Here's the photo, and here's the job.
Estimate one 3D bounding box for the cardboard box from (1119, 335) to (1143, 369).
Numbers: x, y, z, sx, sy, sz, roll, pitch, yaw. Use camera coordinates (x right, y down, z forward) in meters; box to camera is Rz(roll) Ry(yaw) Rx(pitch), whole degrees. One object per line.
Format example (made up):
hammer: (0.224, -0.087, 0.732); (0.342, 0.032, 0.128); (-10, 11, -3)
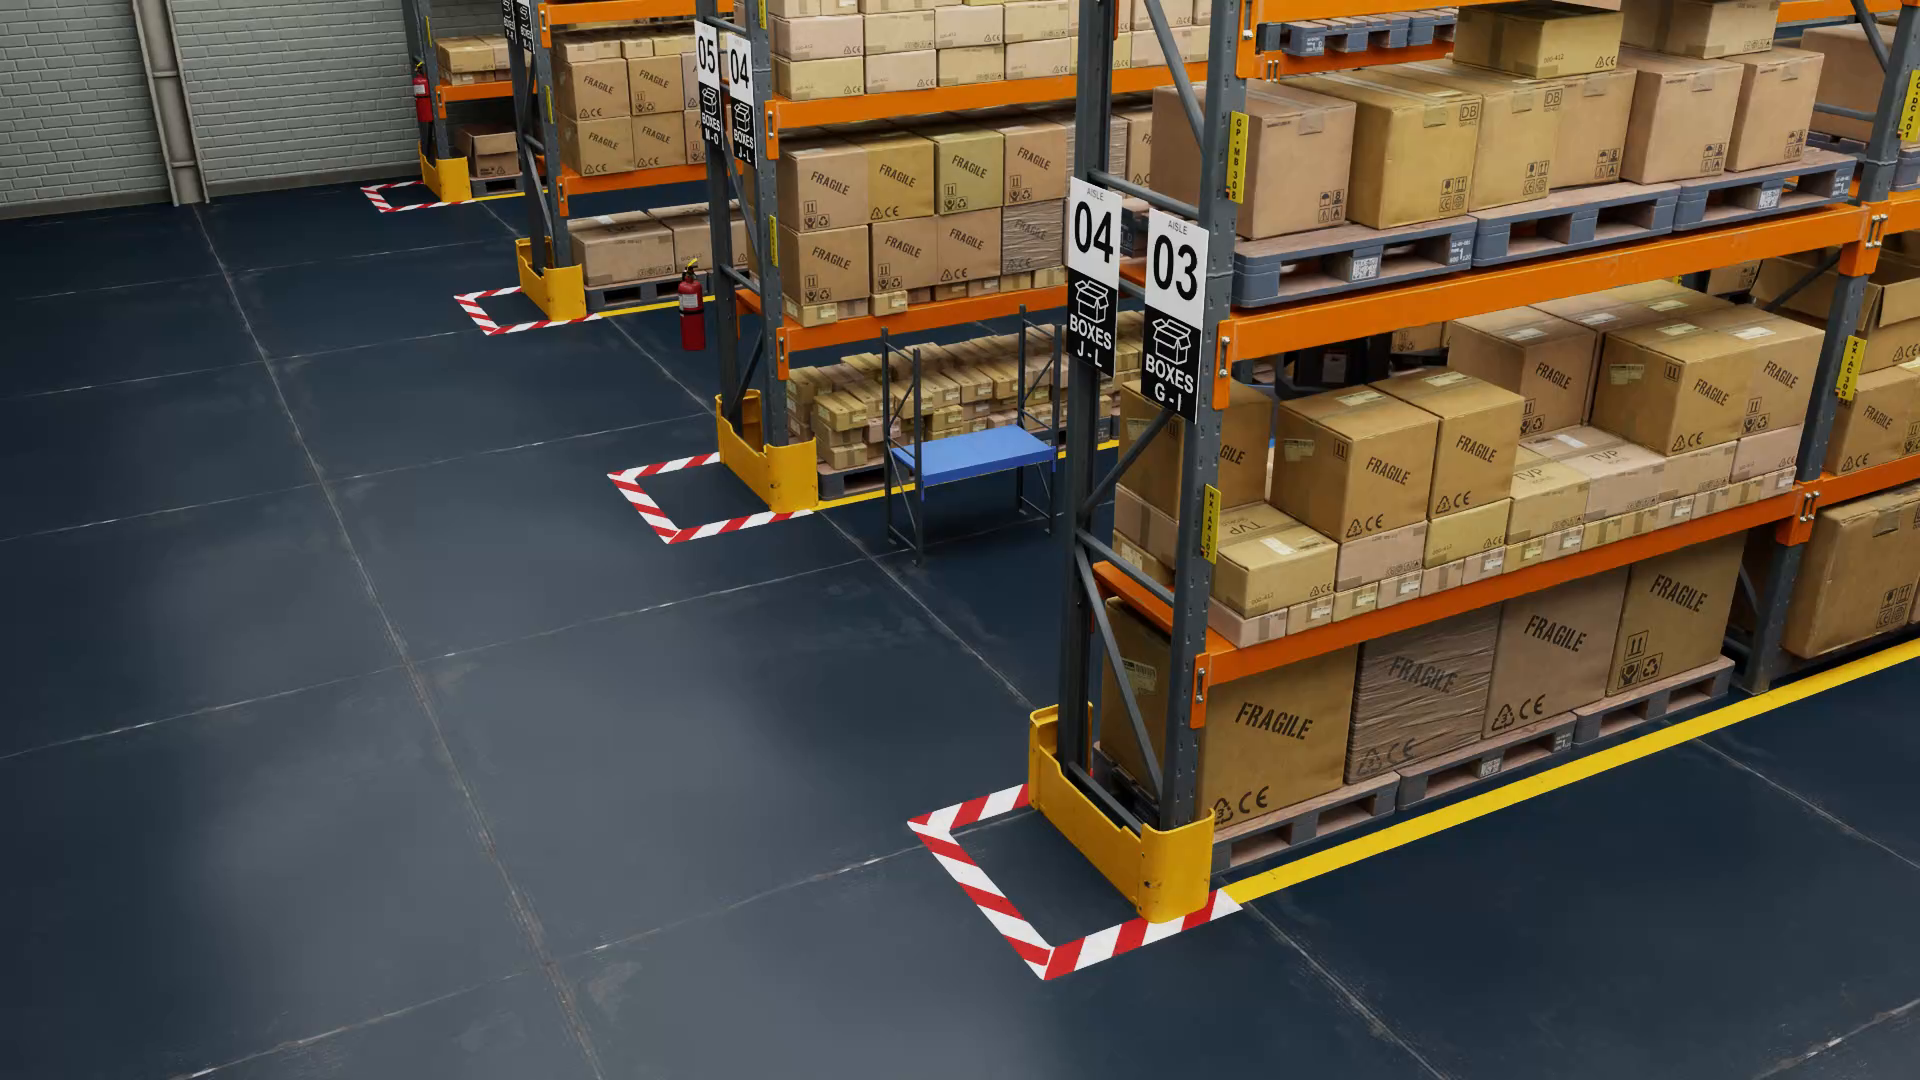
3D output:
cardboard box: (1.443, -1.461, 12.948); (0.250, 0.149, 0.380); (-13, 29, -26)

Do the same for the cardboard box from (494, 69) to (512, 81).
cardboard box: (-5.392, -5.516, 19.564); (0.250, 0.149, 0.380); (-13, 29, -26)

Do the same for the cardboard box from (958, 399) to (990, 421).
cardboard box: (0.020, -1.032, 12.399); (0.250, 0.149, 0.380); (-14, 29, -28)

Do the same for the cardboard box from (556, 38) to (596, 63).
cardboard box: (-3.447, -4.391, 14.910); (0.250, 0.149, 0.380); (-12, 28, -24)

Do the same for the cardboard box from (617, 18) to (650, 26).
cardboard box: (-4.139, -6.549, 20.387); (0.500, 0.500, 0.500); (-14, 29, -27)

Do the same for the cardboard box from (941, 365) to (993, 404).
cardboard box: (0.048, -1.155, 12.311); (0.250, 0.149, 0.380); (-12, 28, -23)

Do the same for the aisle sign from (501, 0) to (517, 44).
aisle sign: (-4.100, -4.912, 15.011); (0.004, 0.787, 0.394); (-13, 29, -25)

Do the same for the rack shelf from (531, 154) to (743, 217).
rack shelf: (-2.126, -3.719, 16.362); (4.000, 0.370, 1.077); (-13, 29, -25)

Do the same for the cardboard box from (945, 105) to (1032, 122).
cardboard box: (0.181, -2.906, 12.222); (0.500, 0.500, 0.500); (-14, 29, -27)

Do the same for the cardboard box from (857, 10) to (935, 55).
cardboard box: (-0.503, -3.373, 10.940); (0.500, 0.250, 0.500); (-13, 29, -26)

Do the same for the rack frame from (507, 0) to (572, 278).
rack frame: (-3.891, -3.636, 15.358); (0.127, 3.000, 1.000); (-13, 29, -25)

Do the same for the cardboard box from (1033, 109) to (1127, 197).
cardboard box: (0.858, -2.806, 12.014); (0.500, 0.500, 0.500); (-12, 28, -24)

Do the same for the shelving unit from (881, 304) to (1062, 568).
shelving unit: (0.075, -0.693, 10.962); (1.048, 1.500, 0.538); (-13, 29, -25)

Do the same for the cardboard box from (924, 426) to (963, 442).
cardboard box: (-0.174, -0.803, 12.265); (0.250, 0.149, 0.380); (-13, 28, -24)

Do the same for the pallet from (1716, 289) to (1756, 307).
pallet: (7.393, -2.517, 16.249); (1.213, 0.211, 1.003); (-13, 29, -25)

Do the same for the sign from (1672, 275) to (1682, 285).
sign: (4.038, -1.358, 9.366); (0.005, 0.325, 0.100); (-13, 29, -25)

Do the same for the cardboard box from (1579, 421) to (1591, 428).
cardboard box: (3.323, -0.638, 8.942); (0.500, 0.250, 0.500); (-13, 29, -25)

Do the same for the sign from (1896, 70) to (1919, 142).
sign: (4.564, -2.075, 7.953); (0.005, 0.325, 0.100); (-13, 29, -25)

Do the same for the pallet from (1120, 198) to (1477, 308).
pallet: (1.422, -1.319, 7.168); (1.213, 0.211, 1.003); (-13, 29, -25)

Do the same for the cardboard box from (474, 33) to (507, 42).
cardboard box: (-5.493, -5.897, 19.896); (0.500, 0.250, 0.500); (-13, 29, -25)

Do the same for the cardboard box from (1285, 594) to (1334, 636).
cardboard box: (1.467, 0.263, 7.527); (0.250, 0.149, 0.380); (-13, 29, -26)

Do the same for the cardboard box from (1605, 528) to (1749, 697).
cardboard box: (3.682, 0.206, 9.324); (0.875, 0.875, 0.875); (-13, 29, -25)

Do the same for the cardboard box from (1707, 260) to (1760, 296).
cardboard box: (6.936, -2.840, 15.813); (0.750, 0.750, 1.050); (-13, 28, -24)

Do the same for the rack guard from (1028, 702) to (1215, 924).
rack guard: (0.751, 1.280, 8.006); (0.348, 0.500, 1.175); (-13, 29, -25)

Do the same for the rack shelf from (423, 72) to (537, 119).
rack shelf: (-4.465, -5.614, 20.308); (4.000, 0.370, 1.077); (-13, 29, -25)

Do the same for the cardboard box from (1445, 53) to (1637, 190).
cardboard box: (2.635, -1.955, 7.675); (0.500, 0.500, 0.700); (-12, 28, -23)

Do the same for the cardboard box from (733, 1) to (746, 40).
cardboard box: (-1.186, -3.467, 11.136); (0.500, 0.250, 0.500); (-14, 29, -27)

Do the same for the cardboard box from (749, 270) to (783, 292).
cardboard box: (-1.318, -1.827, 11.881); (0.250, 0.149, 0.380); (-13, 29, -25)

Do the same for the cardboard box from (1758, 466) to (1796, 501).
cardboard box: (4.187, -0.366, 8.836); (0.250, 0.149, 0.380); (-13, 28, -25)

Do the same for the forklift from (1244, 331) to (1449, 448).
forklift: (2.779, -1.097, 10.149); (3.031, 2.935, 1.130); (4, 26, 9)

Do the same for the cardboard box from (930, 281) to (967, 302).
cardboard box: (-0.149, -1.847, 11.921); (0.250, 0.149, 0.380); (-13, 29, -26)

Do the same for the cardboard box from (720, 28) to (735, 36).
cardboard box: (-2.059, -4.691, 15.534); (0.250, 0.149, 0.380); (-14, 29, -26)

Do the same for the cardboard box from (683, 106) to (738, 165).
cardboard box: (-2.442, -3.880, 15.749); (0.500, 0.500, 0.500); (-13, 29, -25)

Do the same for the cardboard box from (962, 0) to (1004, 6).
cardboard box: (0.098, -3.667, 11.091); (0.250, 0.149, 0.380); (-12, 28, -24)

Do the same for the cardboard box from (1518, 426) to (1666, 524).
cardboard box: (3.130, -0.332, 8.306); (0.500, 0.250, 0.500); (-12, 28, -24)

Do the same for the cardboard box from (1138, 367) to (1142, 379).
cardboard box: (1.468, -1.312, 12.983); (0.250, 0.149, 0.380); (-14, 29, -27)

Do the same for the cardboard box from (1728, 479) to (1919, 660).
cardboard box: (4.857, -0.036, 9.828); (0.875, 0.875, 1.225); (-13, 29, -25)

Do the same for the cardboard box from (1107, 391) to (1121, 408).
cardboard box: (1.110, -1.168, 13.026); (0.250, 0.149, 0.380); (-14, 29, -26)

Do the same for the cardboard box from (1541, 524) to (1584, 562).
cardboard box: (2.828, -0.052, 8.184); (0.250, 0.149, 0.380); (-13, 28, -24)

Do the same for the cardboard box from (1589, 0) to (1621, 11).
cardboard box: (5.202, -4.580, 13.741); (0.500, 0.500, 0.500); (-13, 29, -25)

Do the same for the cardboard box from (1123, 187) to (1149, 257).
cardboard box: (1.305, -2.448, 12.425); (0.500, 0.500, 0.500); (-14, 29, -26)

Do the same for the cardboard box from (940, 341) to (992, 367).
cardboard box: (0.047, -1.390, 12.800); (0.250, 0.149, 0.380); (-14, 29, -27)

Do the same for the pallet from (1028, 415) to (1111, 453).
pallet: (0.403, -0.923, 12.929); (1.213, 0.211, 1.003); (-13, 29, -25)

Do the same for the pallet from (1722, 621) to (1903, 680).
pallet: (4.947, 0.405, 10.162); (1.213, 0.211, 1.003); (-13, 29, -25)

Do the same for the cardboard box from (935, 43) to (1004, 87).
cardboard box: (-0.041, -3.260, 11.282); (0.500, 0.250, 0.500); (-14, 29, -27)

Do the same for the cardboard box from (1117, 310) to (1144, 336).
cardboard box: (1.385, -1.729, 13.506); (0.250, 0.149, 0.380); (-12, 28, -23)

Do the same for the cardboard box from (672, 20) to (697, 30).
cardboard box: (-2.568, -4.855, 15.876); (0.250, 0.149, 0.380); (-12, 28, -24)

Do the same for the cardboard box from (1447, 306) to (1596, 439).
cardboard box: (2.864, -0.866, 8.550); (0.500, 0.500, 0.500); (-14, 29, -27)

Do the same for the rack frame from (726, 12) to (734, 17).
rack frame: (-2.700, -6.346, 21.001); (0.127, 3.000, 1.000); (-13, 29, -25)

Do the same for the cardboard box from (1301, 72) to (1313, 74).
cardboard box: (3.808, -5.381, 18.798); (0.250, 0.149, 0.380); (-15, 29, -28)

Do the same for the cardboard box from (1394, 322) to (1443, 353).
cardboard box: (3.756, -1.913, 14.171); (0.500, 0.500, 0.500); (-12, 28, -24)
